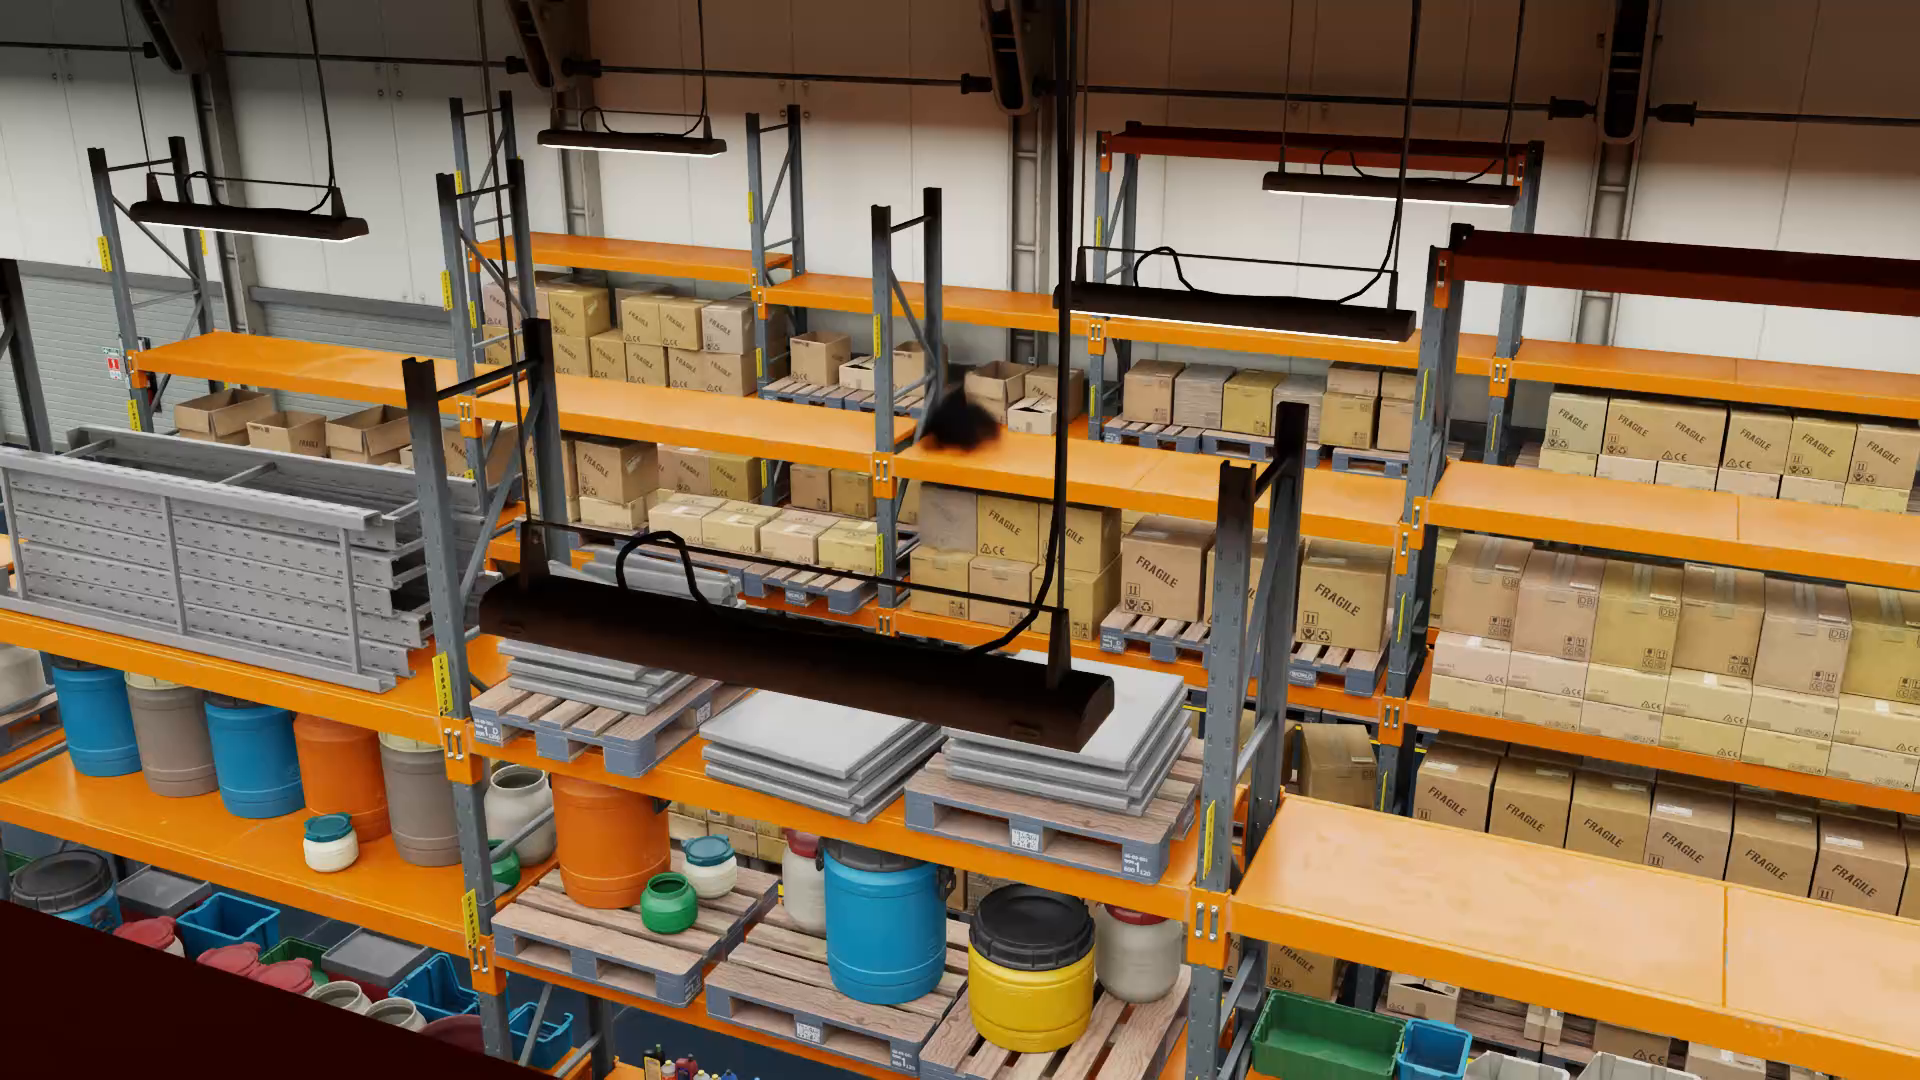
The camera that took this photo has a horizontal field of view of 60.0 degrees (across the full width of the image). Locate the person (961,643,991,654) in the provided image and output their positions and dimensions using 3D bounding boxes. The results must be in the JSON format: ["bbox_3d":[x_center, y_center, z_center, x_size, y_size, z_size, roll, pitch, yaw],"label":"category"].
[{"bbox_3d":[0.228,1.518,16.360,0.603,1.667,0.666,-5,21,-13],"label":"person"}]
